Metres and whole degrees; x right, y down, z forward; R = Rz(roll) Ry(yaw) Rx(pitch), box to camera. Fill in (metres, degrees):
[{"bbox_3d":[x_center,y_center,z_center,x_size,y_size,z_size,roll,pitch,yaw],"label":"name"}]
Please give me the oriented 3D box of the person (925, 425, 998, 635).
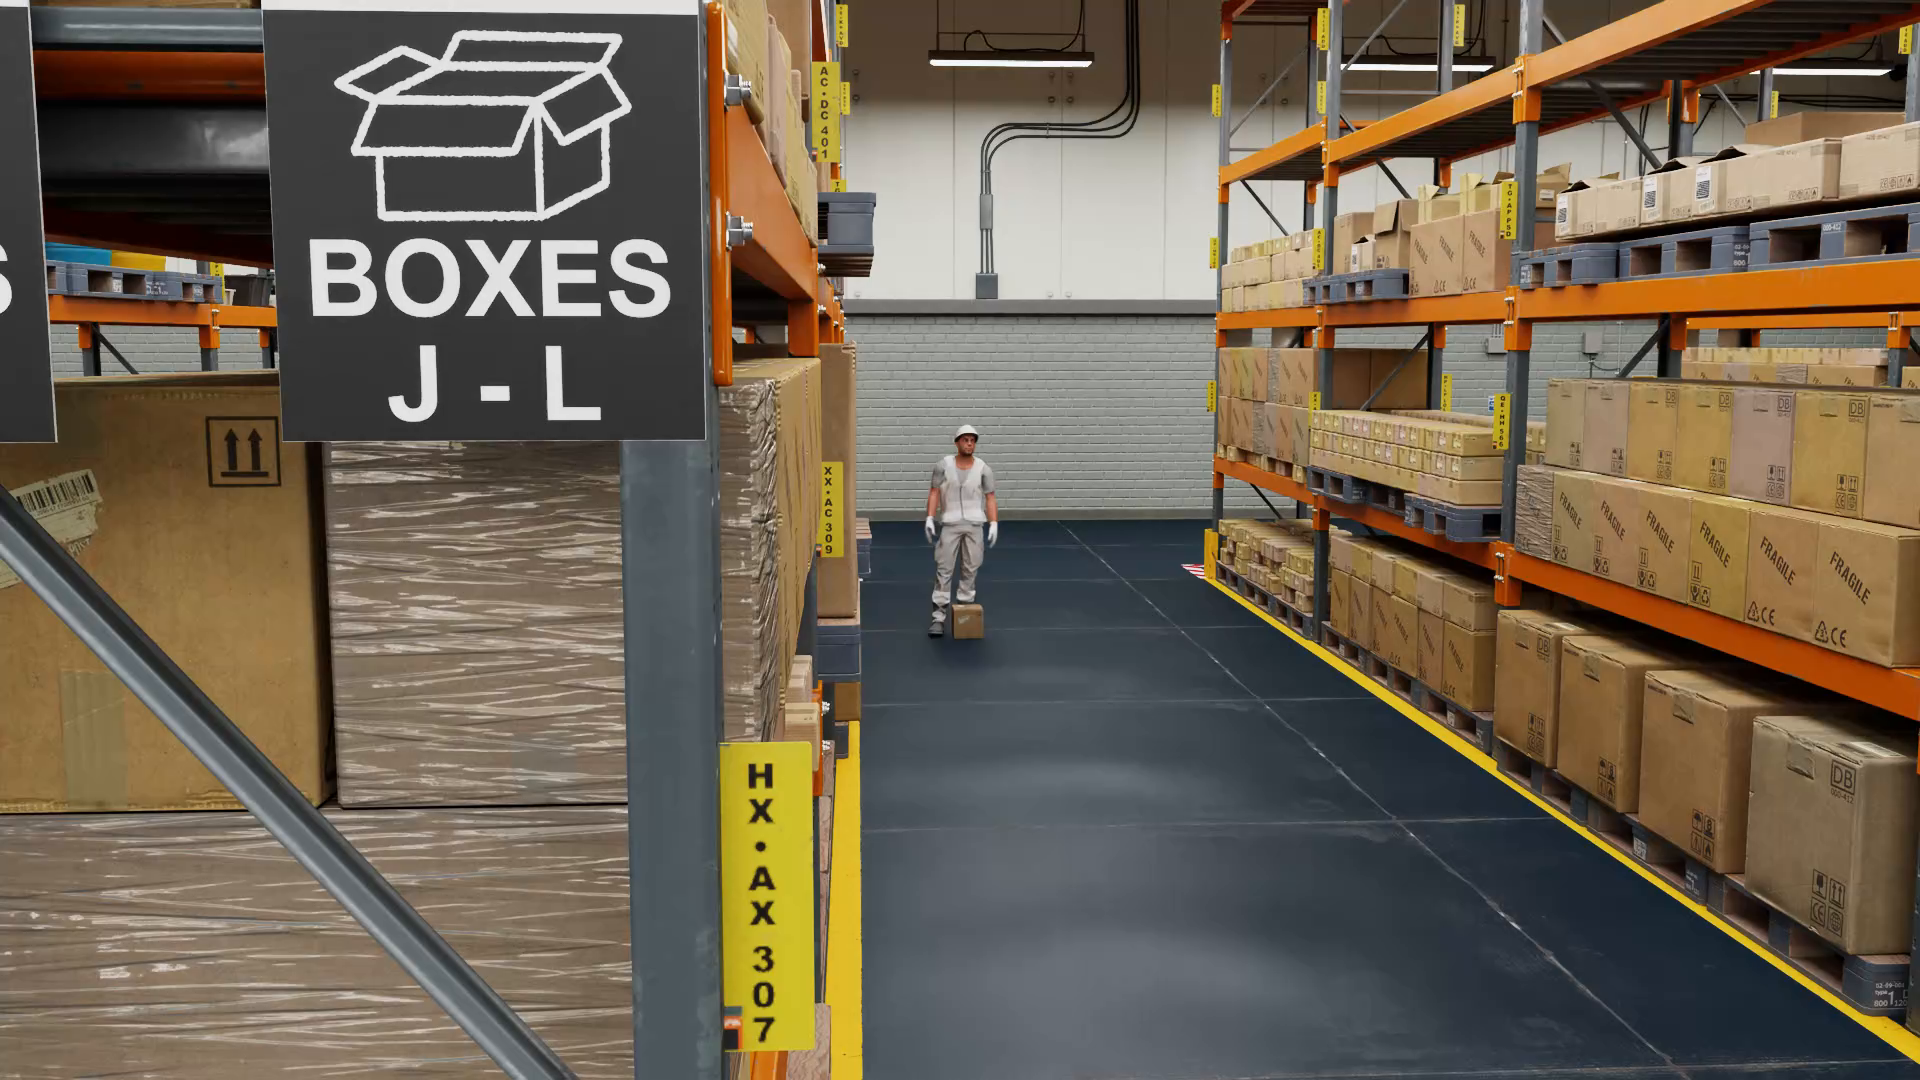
[{"bbox_3d":[0.016,-0.094,14.353,0.637,1.787,0.564,0,7,-4],"label":"person"}]
